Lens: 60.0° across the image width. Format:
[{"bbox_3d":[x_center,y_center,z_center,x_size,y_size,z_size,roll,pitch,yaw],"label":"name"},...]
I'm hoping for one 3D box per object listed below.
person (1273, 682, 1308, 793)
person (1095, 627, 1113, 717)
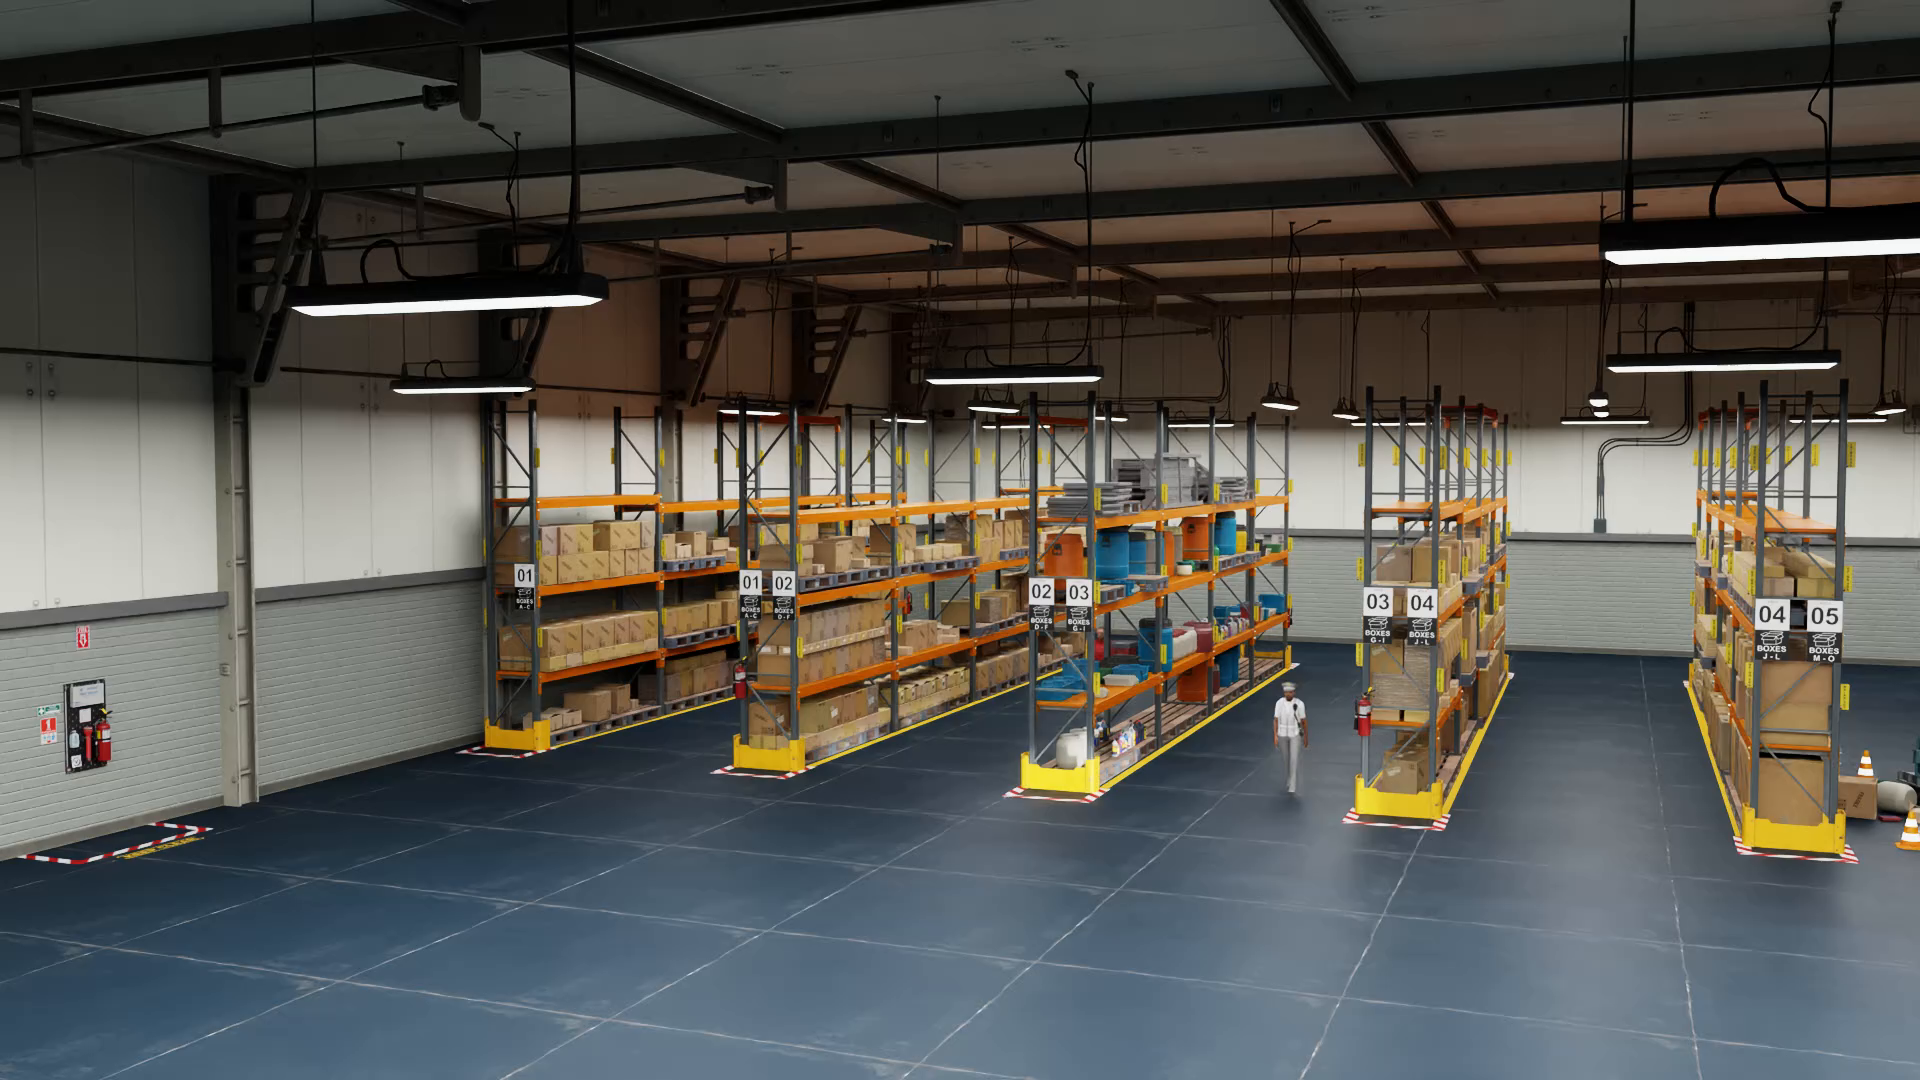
[{"bbox_3d":[4.910,2.936,24.835,0.479,1.627,0.963,1,3,27],"label":"person"},{"bbox_3d":[2.729,2.538,32.350,0.553,1.690,0.909,2,3,36],"label":"person"}]
